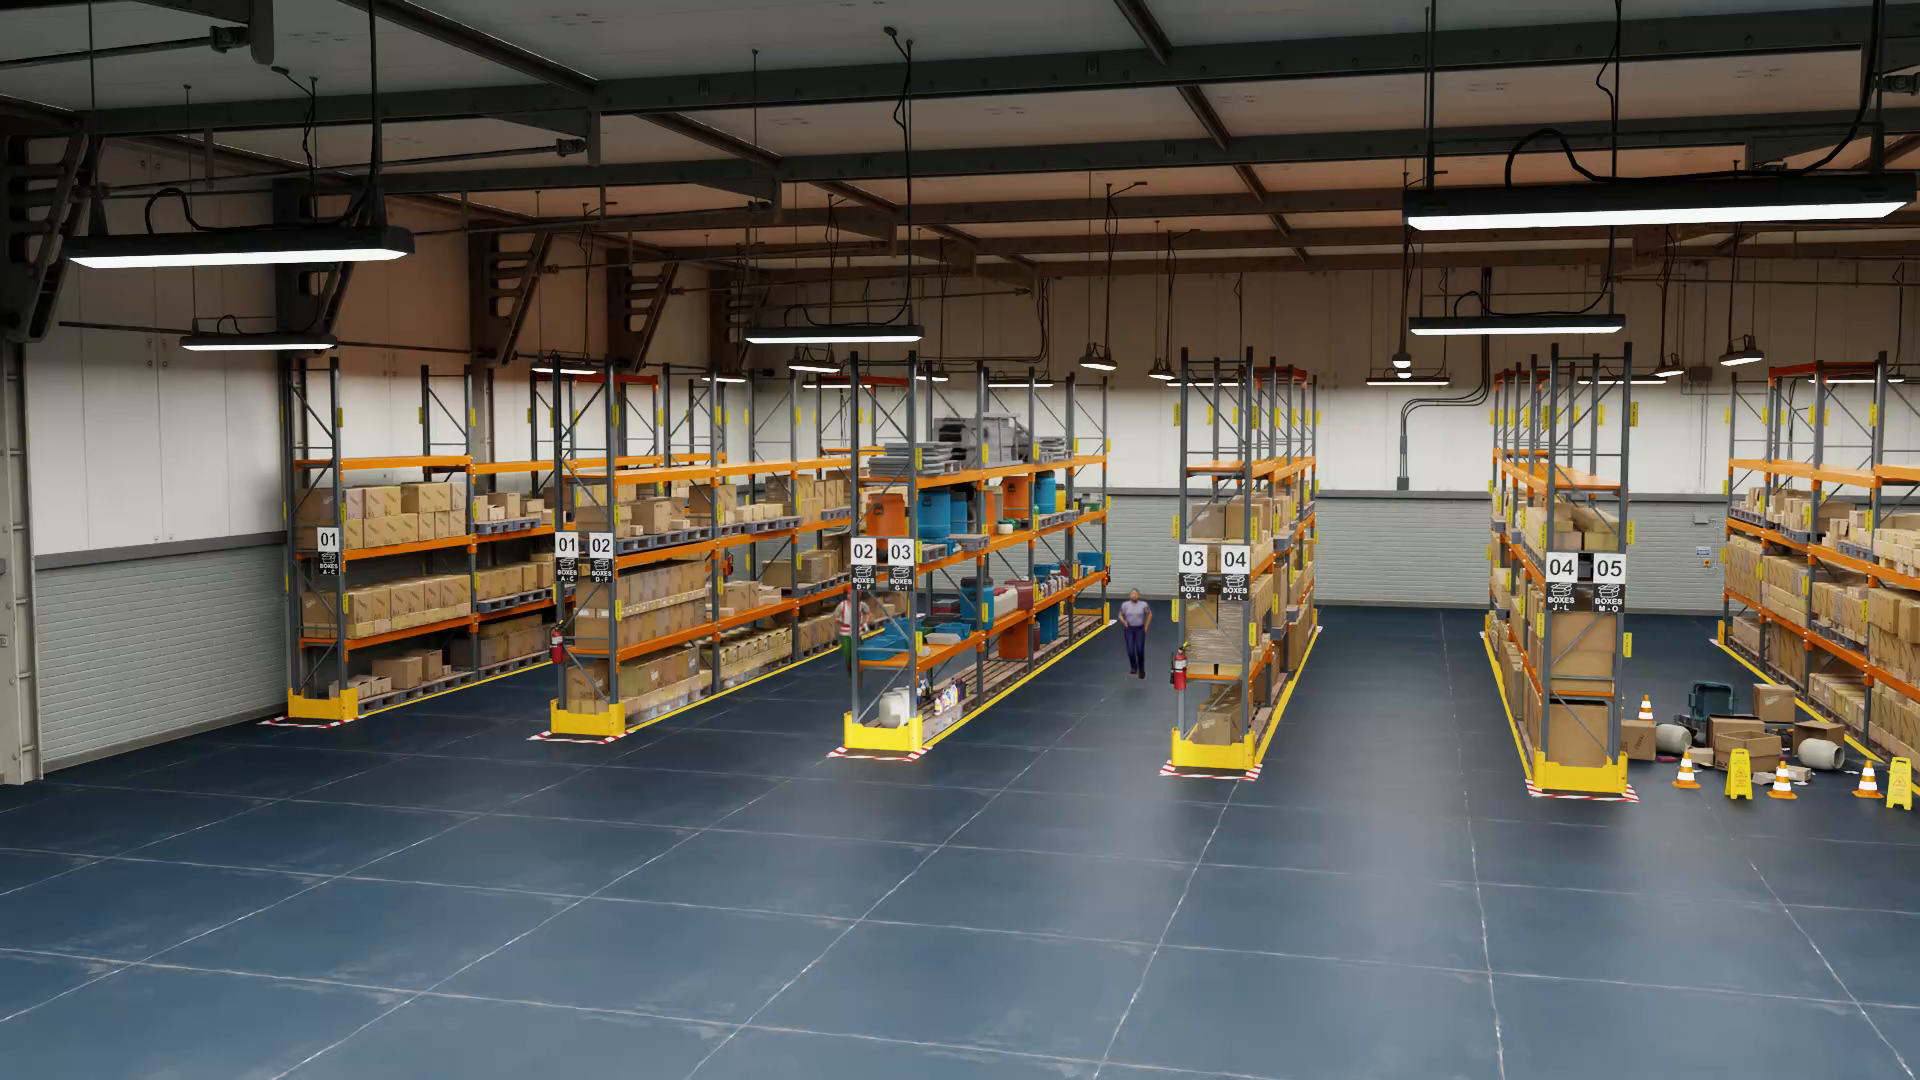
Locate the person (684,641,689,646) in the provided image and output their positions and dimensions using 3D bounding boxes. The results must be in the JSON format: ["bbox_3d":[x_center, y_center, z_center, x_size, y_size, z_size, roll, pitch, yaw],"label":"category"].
[{"bbox_3d":[-5.693,1.647,33.628,0.682,1.840,0.783,1,4,14],"label":"person"}]

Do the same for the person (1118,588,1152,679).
[{"bbox_3d":[3.203,1.725,30.566,0.604,1.678,0.581,1,4,11],"label":"person"}]

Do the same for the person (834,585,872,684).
[{"bbox_3d":[-1.906,1.734,29.237,0.632,1.879,0.698,0,4,6],"label":"person"}]
